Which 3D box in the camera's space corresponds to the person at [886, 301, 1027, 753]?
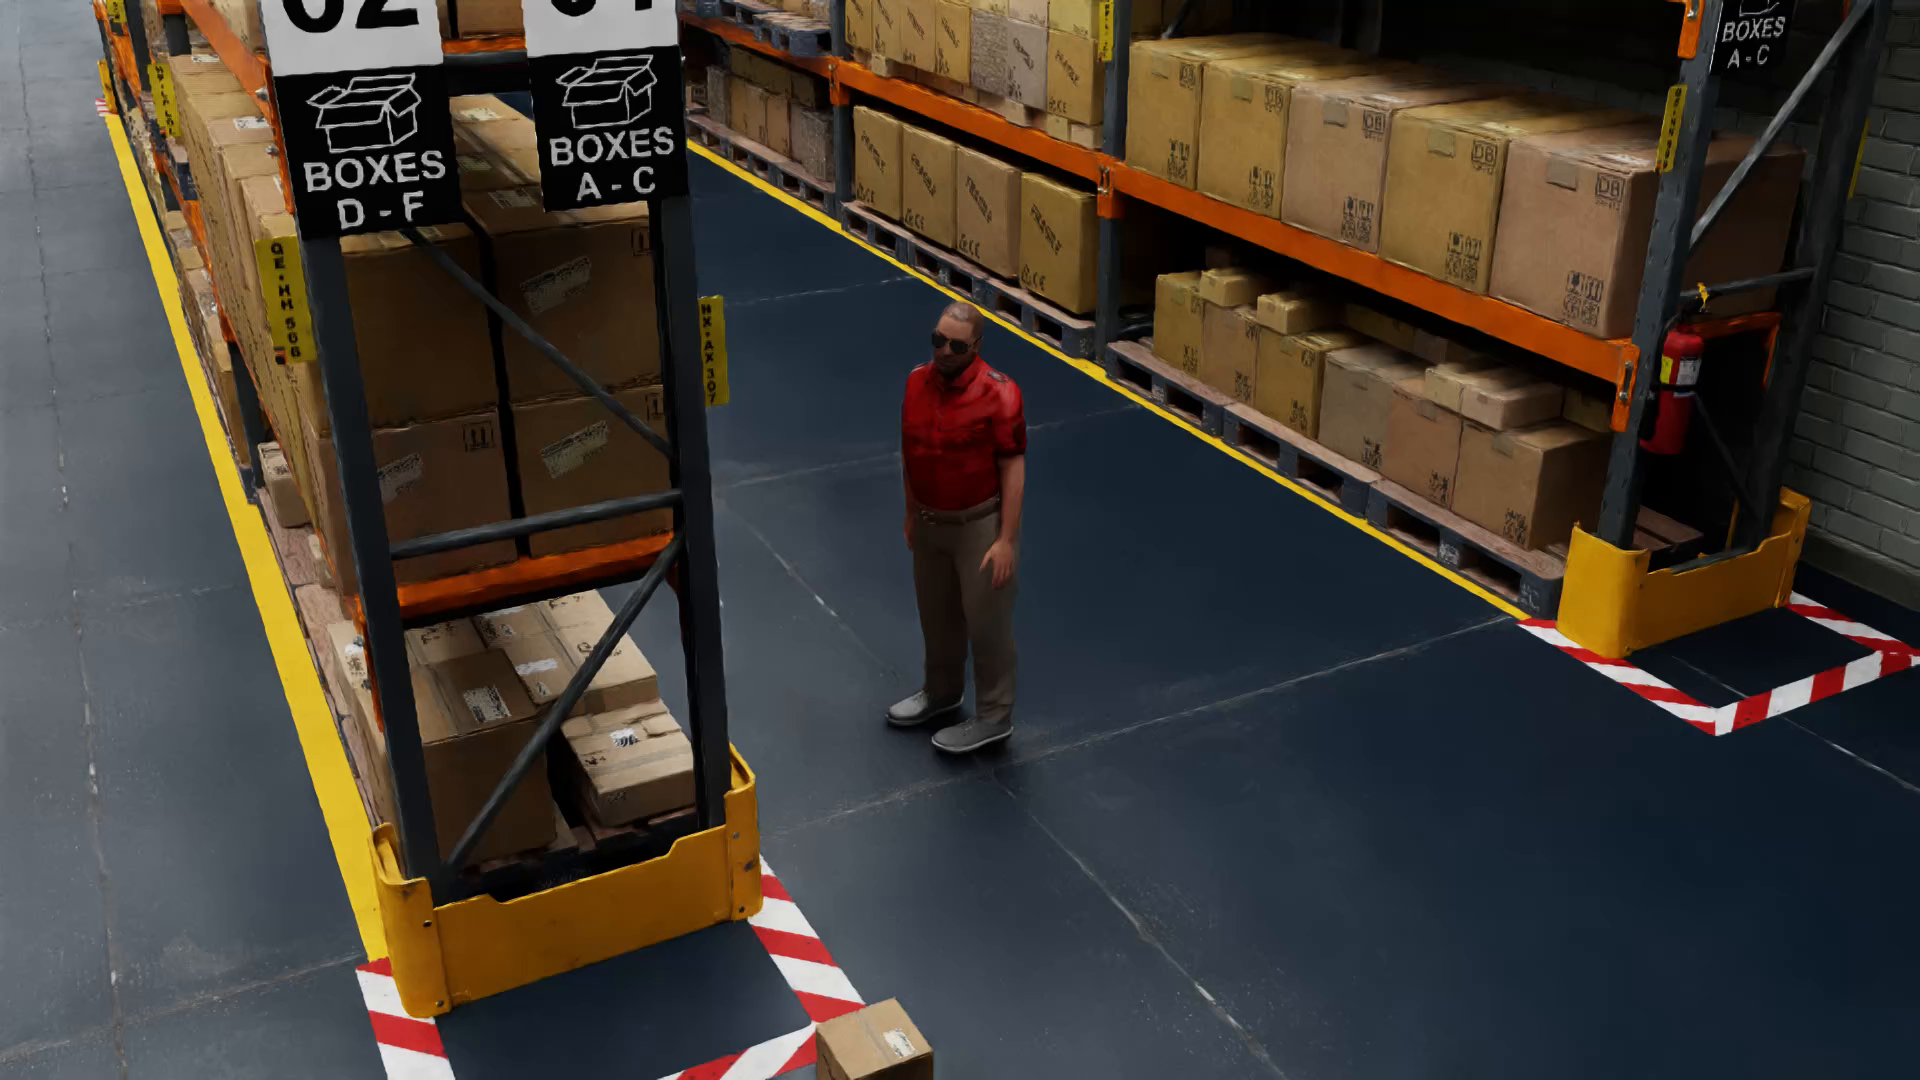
[{"bbox_3d":[-0.007,-0.035,6.150,0.597,1.739,0.377,20,32,36],"label":"person"}]
